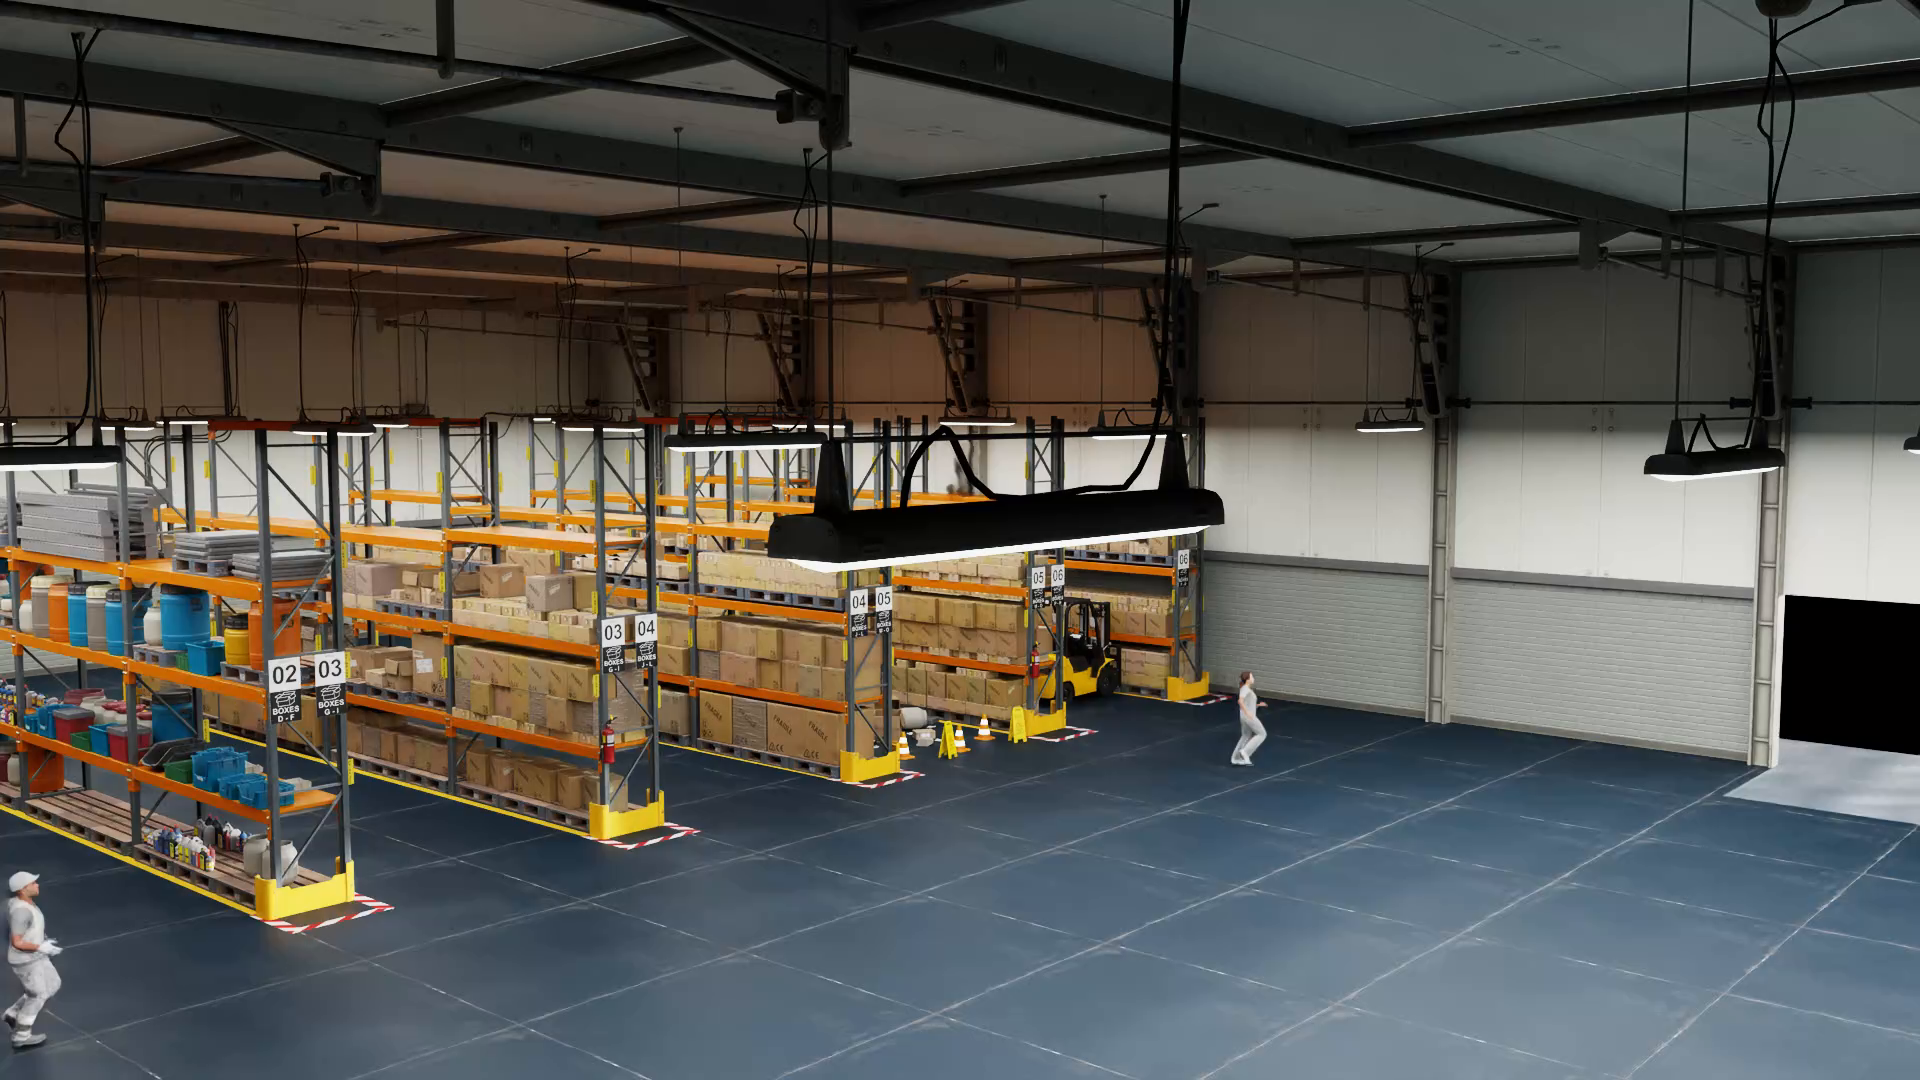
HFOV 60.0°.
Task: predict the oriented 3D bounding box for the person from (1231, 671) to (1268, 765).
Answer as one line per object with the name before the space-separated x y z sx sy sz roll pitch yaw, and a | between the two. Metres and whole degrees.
person | 5.038 3.093 28.913 0.635 1.634 0.544 0 5 -4

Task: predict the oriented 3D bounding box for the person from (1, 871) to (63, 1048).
person | -9.121 4.097 16.323 0.580 1.741 0.631 -2 5 -26
